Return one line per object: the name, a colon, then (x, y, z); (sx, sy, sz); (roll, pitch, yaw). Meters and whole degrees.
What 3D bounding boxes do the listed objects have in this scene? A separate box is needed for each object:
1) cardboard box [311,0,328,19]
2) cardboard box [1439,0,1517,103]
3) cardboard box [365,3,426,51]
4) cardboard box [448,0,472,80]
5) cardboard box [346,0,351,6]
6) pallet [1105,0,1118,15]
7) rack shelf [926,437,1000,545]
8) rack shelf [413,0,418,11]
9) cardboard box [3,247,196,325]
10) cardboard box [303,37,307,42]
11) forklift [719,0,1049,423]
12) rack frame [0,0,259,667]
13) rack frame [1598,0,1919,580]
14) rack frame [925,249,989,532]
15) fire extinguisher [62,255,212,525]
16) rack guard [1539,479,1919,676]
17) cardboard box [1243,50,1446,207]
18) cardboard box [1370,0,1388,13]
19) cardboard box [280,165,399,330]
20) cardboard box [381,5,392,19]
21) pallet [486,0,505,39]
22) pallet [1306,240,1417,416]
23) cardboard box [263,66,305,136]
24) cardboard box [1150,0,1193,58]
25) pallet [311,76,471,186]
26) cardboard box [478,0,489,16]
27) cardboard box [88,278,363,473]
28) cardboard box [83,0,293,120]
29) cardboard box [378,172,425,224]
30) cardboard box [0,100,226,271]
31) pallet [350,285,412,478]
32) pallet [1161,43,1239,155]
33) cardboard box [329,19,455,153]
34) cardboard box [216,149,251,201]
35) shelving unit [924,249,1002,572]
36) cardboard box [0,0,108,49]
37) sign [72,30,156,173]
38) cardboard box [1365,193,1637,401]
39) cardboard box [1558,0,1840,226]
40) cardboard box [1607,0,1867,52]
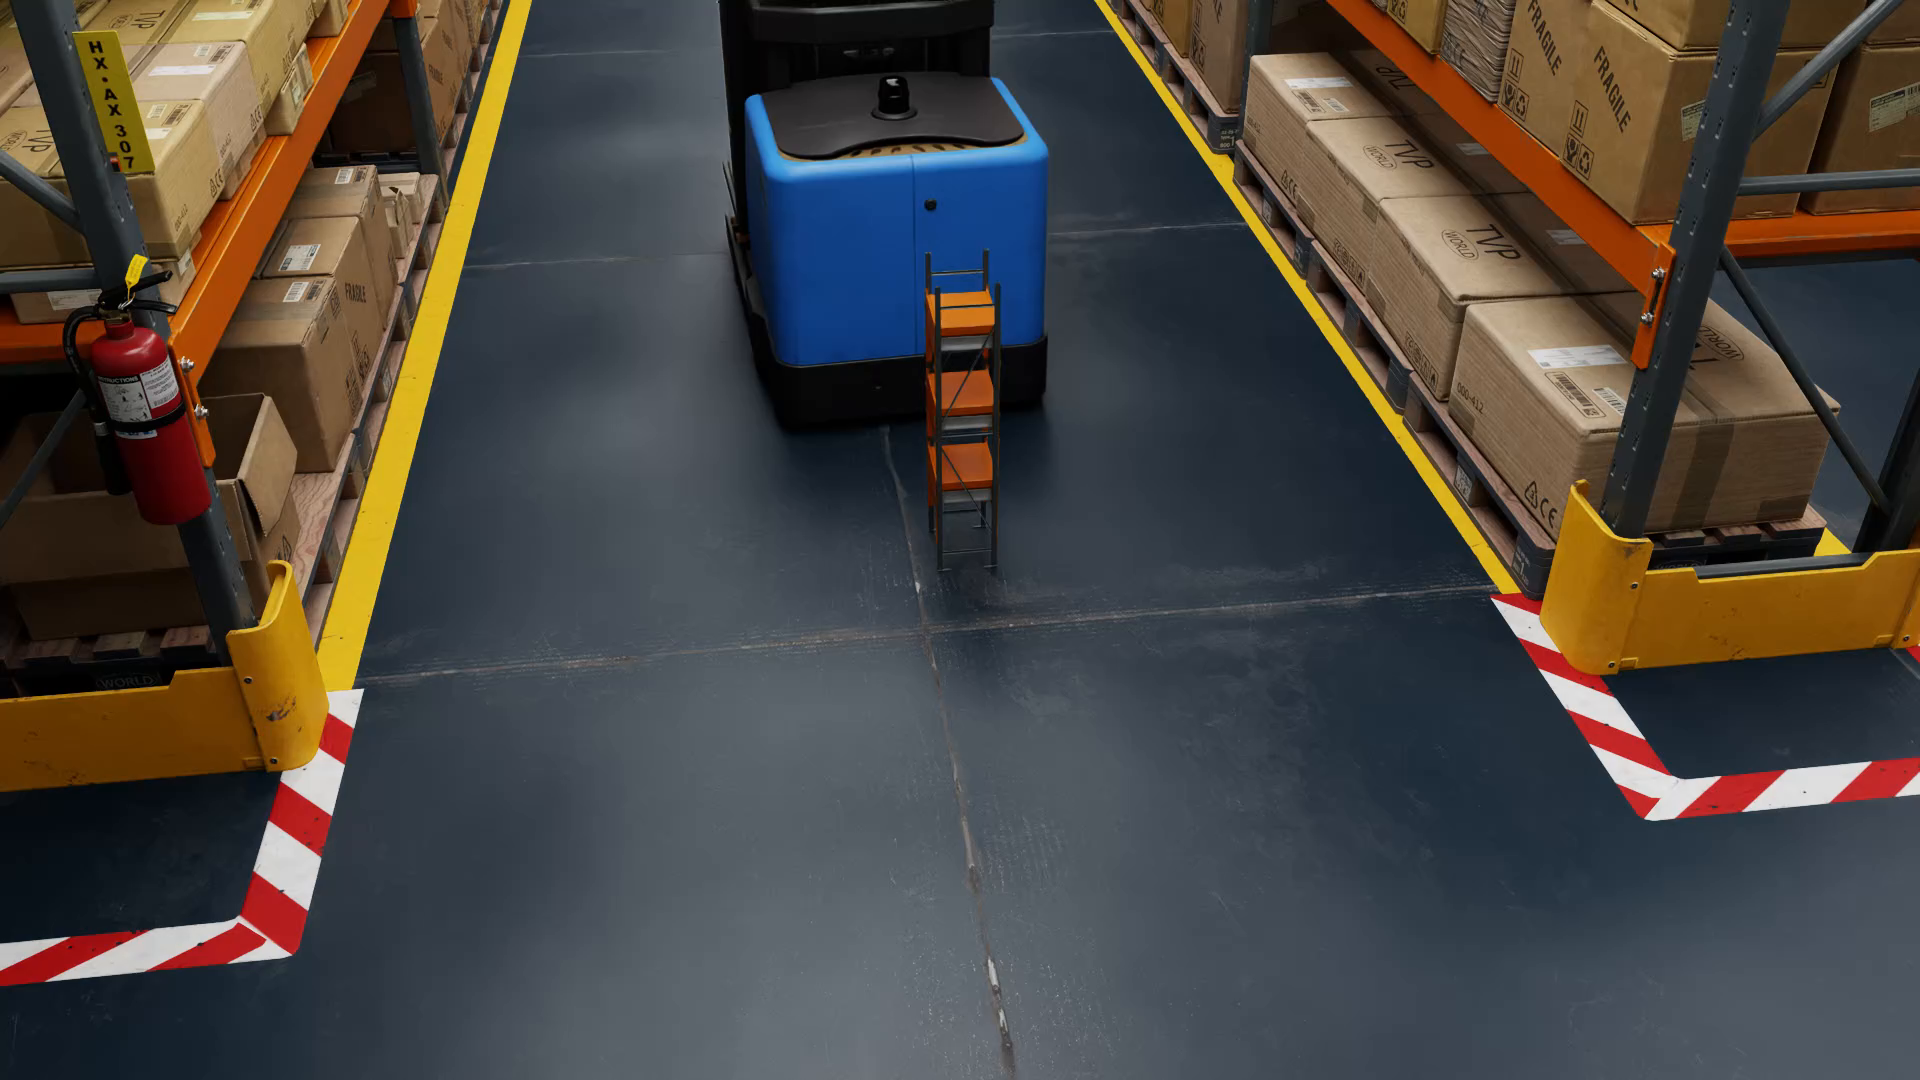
cardboard box: (-2.549, -2.061, 5.980); (0.500, 0.250, 0.500); (-5, 35, -7)
cardboard box: (2.002, -1.828, 5.679); (0.500, 0.500, 0.500); (-3, 34, -5)
cardboard box: (-2.780, -2.453, 7.956); (0.380, 0.149, 0.250); (-3, 34, -4)
cardboard box: (-2.981, -2.827, 9.081); (0.500, 0.500, 0.500); (-5, 35, -8)
cardboard box: (-2.578, -2.126, 6.429); (0.380, 0.149, 0.250); (-4, 34, -5)
pallet: (1.416, -3.836, 11.191); (1.003, 0.211, 1.213); (-4, 35, -6)
rack shelf: (0.007, -0.166, 5.573); (0.215, 0.259, 0.240); (-4, 35, -6)
rack shelf: (-3.264, -3.643, 9.070); (1.077, 0.370, 4.000); (-4, 35, -6)
cardboard box: (-2.229, -0.692, 4.325); (0.380, 0.149, 0.250); (-5, 35, -7)
cardboard box: (-2.592, -1.833, 5.999); (0.380, 0.149, 0.250); (-4, 34, -6)
forklift: (-0.470, -2.474, 6.778); (1.130, 2.935, 3.031); (-7, 35, -10)
rack frame: (-2.457, -0.592, 3.955); (1.000, 3.000, 0.127); (-4, 35, -6)
rack frame: (2.461, -0.970, 4.509); (1.000, 3.000, 0.127); (-4, 35, -6)
rack frame: (-0.009, -0.472, 5.510); (0.200, 1.050, 0.008); (-4, 35, -6)
fire extinguisher: (-1.979, -0.359, 4.012); (0.296, 0.674, 0.183); (-4, 35, -6)
rack guard: (2.464, 0.077, 5.194); (1.175, 0.500, 0.348); (-4, 35, -6)
cardboard box: (1.901, -1.958, 7.862); (0.875, 0.438, 0.875); (-5, 35, -7)
cardboard box: (1.851, -2.402, 6.523); (0.500, 0.500, 0.500); (-4, 34, -6)
cardboard box: (-2.661, -1.140, 6.606); (0.700, 0.500, 0.500); (-6, 35, -8)
cardboard box: (-2.840, -2.571, 7.866); (0.380, 0.149, 0.250); (-5, 35, -7)
pallet: (-3.470, -3.484, 10.675); (1.003, 0.211, 1.213); (-4, 35, -6)
pallet: (2.115, -0.937, 6.937); (1.003, 0.211, 1.213); (-4, 35, -6)
cardboard box: (-2.353, -1.415, 5.385); (0.380, 0.149, 0.250); (-5, 35, -8)
cardboard box: (1.631, -3.341, 9.502); (0.875, 0.875, 0.875); (-3, 34, -5)
pallet: (-3.142, -2.122, 8.677); (1.003, 0.211, 1.213); (-4, 35, -6)
cardboard box: (-3.133, -3.405, 9.929); (0.500, 0.500, 0.500); (-3, 34, -4)
cardboard box: (-2.522, -0.561, 5.756); (0.700, 0.500, 0.500); (-3, 34, -4)
cardboard box: (-2.391, -1.490, 5.142); (0.500, 0.250, 0.500); (-5, 35, -7)
cardboard box: (-2.629, -1.531, 7.491); (0.380, 0.149, 0.250); (-5, 35, -8)
cardboard box: (-2.251, -0.926, 4.315); (0.500, 0.250, 0.500); (-4, 34, -6)
pallet: (-2.736, -0.606, 6.452); (1.003, 0.211, 1.213); (-4, 35, -6)
pallet: (1.745, -2.474, 9.193); (1.003, 0.211, 1.213); (-4, 35, -6)
cardboard box: (-2.837, -2.251, 8.237); (0.500, 0.500, 0.500); (-3, 34, -4)
cardboard box: (-2.353, -1.120, 4.953); (0.380, 0.149, 0.250); (-3, 34, -5)
shelving unit: (0.007, -0.404, 5.411); (0.215, 1.050, 0.252); (-4, 35, -6)
cardboard box: (-2.912, -1.454, 5.089); (0.500, 0.250, 0.500); (-3, 34, -5)
sign: (-1.919, -0.991, 3.771); (0.100, 0.325, 0.005); (-4, 35, -6)
cardboard box: (2.142, -0.955, 6.390); (0.875, 0.438, 0.875); (-3, 34, -5)
cardboard box: (2.134, -1.260, 4.847); (0.500, 0.500, 0.500); (-4, 34, -6)
cardboard box: (2.160, -1.675, 4.568); (0.500, 0.500, 0.500); (-3, 34, -5)
